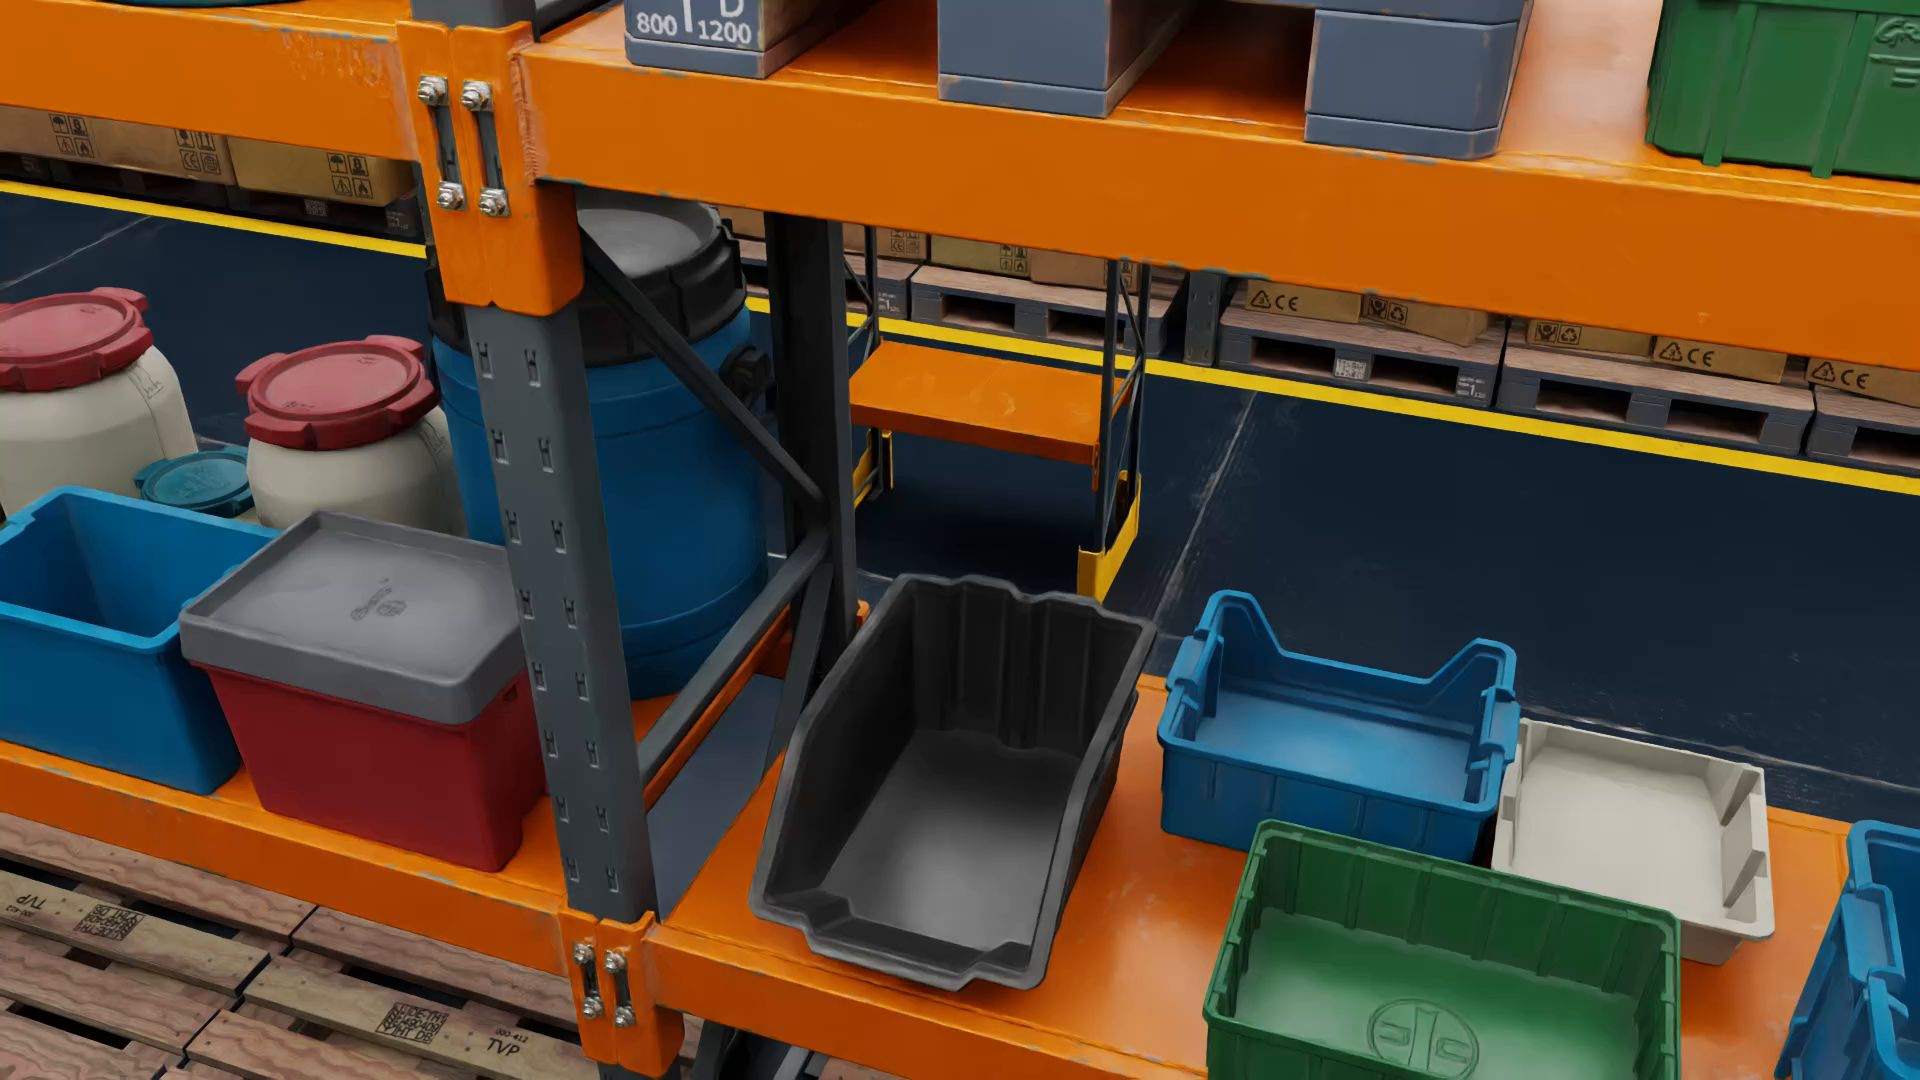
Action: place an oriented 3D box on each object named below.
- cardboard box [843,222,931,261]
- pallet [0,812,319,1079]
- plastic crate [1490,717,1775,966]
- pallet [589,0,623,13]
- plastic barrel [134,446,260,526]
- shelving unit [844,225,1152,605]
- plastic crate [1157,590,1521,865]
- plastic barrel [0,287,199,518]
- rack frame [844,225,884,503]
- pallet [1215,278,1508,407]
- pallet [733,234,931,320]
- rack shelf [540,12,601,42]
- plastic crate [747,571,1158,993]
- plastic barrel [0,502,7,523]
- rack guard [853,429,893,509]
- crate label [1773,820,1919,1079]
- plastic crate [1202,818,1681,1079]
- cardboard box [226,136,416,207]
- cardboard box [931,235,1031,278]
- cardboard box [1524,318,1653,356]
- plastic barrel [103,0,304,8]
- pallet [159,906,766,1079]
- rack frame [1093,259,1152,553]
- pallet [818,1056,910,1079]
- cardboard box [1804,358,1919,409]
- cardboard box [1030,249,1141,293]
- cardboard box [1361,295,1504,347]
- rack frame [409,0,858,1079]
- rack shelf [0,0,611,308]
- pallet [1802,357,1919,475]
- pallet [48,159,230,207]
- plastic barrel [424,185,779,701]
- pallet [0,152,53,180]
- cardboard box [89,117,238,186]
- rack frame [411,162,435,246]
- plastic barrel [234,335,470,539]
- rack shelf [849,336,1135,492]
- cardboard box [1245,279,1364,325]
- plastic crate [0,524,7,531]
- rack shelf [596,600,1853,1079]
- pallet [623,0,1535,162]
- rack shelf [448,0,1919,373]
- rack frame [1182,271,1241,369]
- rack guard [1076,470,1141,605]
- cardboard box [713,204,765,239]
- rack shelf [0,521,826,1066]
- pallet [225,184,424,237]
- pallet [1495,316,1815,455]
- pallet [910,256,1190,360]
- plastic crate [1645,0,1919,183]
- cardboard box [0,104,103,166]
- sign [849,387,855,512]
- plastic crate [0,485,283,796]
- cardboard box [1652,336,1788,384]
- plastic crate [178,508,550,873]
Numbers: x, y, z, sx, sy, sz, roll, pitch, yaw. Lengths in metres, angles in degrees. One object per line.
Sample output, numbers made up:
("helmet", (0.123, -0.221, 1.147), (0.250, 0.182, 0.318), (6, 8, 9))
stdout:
("cardboard box", (-0.312, -1.751, 8.095), (0.500, 0.500, 0.700), (8, 34, 12))
("pallet", (-2.348, 1.061, 4.412), (1.213, 0.211, 1.003), (11, 34, 16))
("plastic crate", (1.171, 0.514, 2.931), (0.437, 0.136, 0.530), (11, 34, 16))
("pallet", (-1.831, -2.869, 8.105), (1.003, 0.211, 1.213), (11, 34, 16))
("plastic barrel", (-1.637, -0.027, 3.654), (0.301, 0.262, 0.301), (0, 33, 0))
("shelving unit", (0.072, -0.616, 5.822), (1.083, 1.500, 0.587), (11, 34, 16))
("plastic crate", (0.690, 0.362, 3.061), (0.616, 0.251, 0.499), (11, 34, 16))
("plastic barrel", (-1.960, -0.243, 3.735), (0.433, 0.535, 0.433), (0, 33, 0))
("rack frame", (-0.398, -0.707, 5.963), (0.032, 1.500, 0.500), (11, 34, 16))
("pallet", (1.872, -1.017, 7.631), (1.213, 0.211, 1.003), (11, 34, 16))
("pallet", (-0.658, -1.486, 8.357), (1.213, 0.211, 1.003), (11, 34, 16))
("rack shelf", (-0.655, -2.357, 7.799), (4.000, 0.370, 1.077), (11, 34, 16))
("plastic crate", (0.007, 0.422, 2.888), (0.504, 0.338, 0.767), (11, 34, 16))
("plastic barrel", (-2.368, -0.322, 3.858), (0.433, 0.535, 0.433), (0, 33, 0))
("rack guard", (-0.397, -0.182, 6.302), (0.087, 0.250, 0.587), (11, 34, 16))
("crate label", (1.499, 0.754, 2.284), (0.616, 0.435, 0.502), (11, 34, 16))
("plastic crate", (0.740, 0.717, 2.569), (0.662, 0.188, 0.450), (11, 34, 16))
("cardboard box", (-3.180, -2.446, 8.845), (0.875, 0.875, 1.225), (9, 34, 14))
("cardboard box", (0.214, -1.648, 7.937), (0.500, 0.500, 0.700), (11, 34, 16))
("cardboard box", (2.744, -1.152, 7.186), (0.500, 0.500, 0.500), (8, 34, 12))
("plastic barrel", (-0.995, -1.217, 2.143), (0.708, 0.901, 0.600), (11, 34, 16))
("pallet", (-1.195, 1.283, 4.068), (1.213, 0.211, 1.003), (11, 34, 16))
("rack frame", (0.559, -0.521, 5.675), (0.032, 1.500, 0.500), (11, 34, 16))
("pallet", (0.175, 1.551, 3.653), (1.213, 0.211, 1.003), (11, 34, 16))
("cardboard box", (3.837, -0.903, 6.800), (0.500, 0.500, 0.500), (21, 38, 29))
("cardboard box", (0.657, -1.552, 7.787), (0.500, 0.500, 0.700), (8, 34, 13))
("cardboard box", (2.133, -1.225, 7.300), (0.500, 0.500, 0.500), (23, 39, 31))
("rack frame", (-0.443, 0.236, 3.120), (0.127, 3.000, 1.000), (11, 34, 16))
("rack shelf", (-2.326, -1.088, 3.068), (4.000, 0.370, 1.077), (11, 34, 16))
("pallet", (4.169, -0.571, 6.939), (1.213, 0.211, 1.003), (11, 34, 16))
("pallet", (-4.399, -2.261, 9.557), (1.213, 0.211, 1.003), (11, 34, 16))
("plastic barrel", (-0.705, -0.200, 3.333), (0.708, 0.901, 0.600), (11, 34, 16))
("pallet", (-5.551, -2.483, 9.901), (1.213, 0.211, 1.003), (11, 34, 16))
("cardboard box", (-4.017, -2.613, 9.104), (0.875, 0.875, 1.225), (11, 34, 17))
("rack frame", (-2.538, -3.025, 8.171), (0.127, 3.000, 1.000), (11, 34, 16))
("plastic barrel", (-1.270, -0.109, 3.527), (0.433, 0.535, 0.433), (0, 33, 0))
("rack shelf", (0.080, -0.463, 5.917), (1.000, 0.185, 0.538), (11, 34, 16))
("cardboard box", (1.591, -1.326, 7.456), (0.500, 0.500, 0.500), (10, 34, 15))
("plastic crate", (-2.178, 0.150, 3.448), (0.662, 0.188, 0.450), (11, 34, 16))
("rack shelf", (1.440, 0.904, 2.748), (4.000, 0.370, 1.077), (11, 34, 16))
("pallet", (0.269, -0.863, 2.230), (1.003, 0.211, 1.213), (11, 34, 16))
("rack shelf", (1.440, -0.356, 1.934), (4.000, 0.370, 1.077), (11, 34, 16))
("rack frame", (1.228, -2.293, 7.037), (0.127, 3.000, 1.000), (11, 34, 16))
("rack guard", (0.541, 0.000, 6.019), (0.087, 0.250, 0.587), (11, 34, 16))
("cardboard box", (-0.838, -1.853, 8.253), (0.500, 0.500, 0.700), (14, 35, 20))
("rack shelf", (-2.326, 0.172, 3.882), (4.000, 0.370, 1.077), (11, 34, 16))
("pallet", (-3.254, -2.037, 9.210), (1.213, 0.211, 1.003), (11, 34, 16))
("pallet", (3.024, -0.795, 7.286), (1.213, 0.211, 1.003), (11, 34, 16))
("pallet", (0.494, -1.264, 8.013), (1.213, 0.211, 1.003), (11, 34, 16))
("plastic crate", (0.950, -0.508, 1.701), (0.450, 0.188, 0.336), (11, 34, 16))
("cardboard box", (-4.852, -2.771, 9.348), (0.875, 0.875, 1.225), (10, 34, 15))
("sign", (-0.247, -0.160, 3.477), (0.005, 0.325, 0.100), (11, 34, 16))
("plastic crate", (-1.586, 0.199, 3.191), (0.575, 0.384, 0.392), (11, 34, 16))
("cardboard box", (3.254, -1.027, 6.992), (0.500, 0.500, 0.500), (14, 35, 21))
("plastic crate", (-1.002, 0.276, 2.998), (0.583, 0.464, 0.402), (11, 34, 16))
